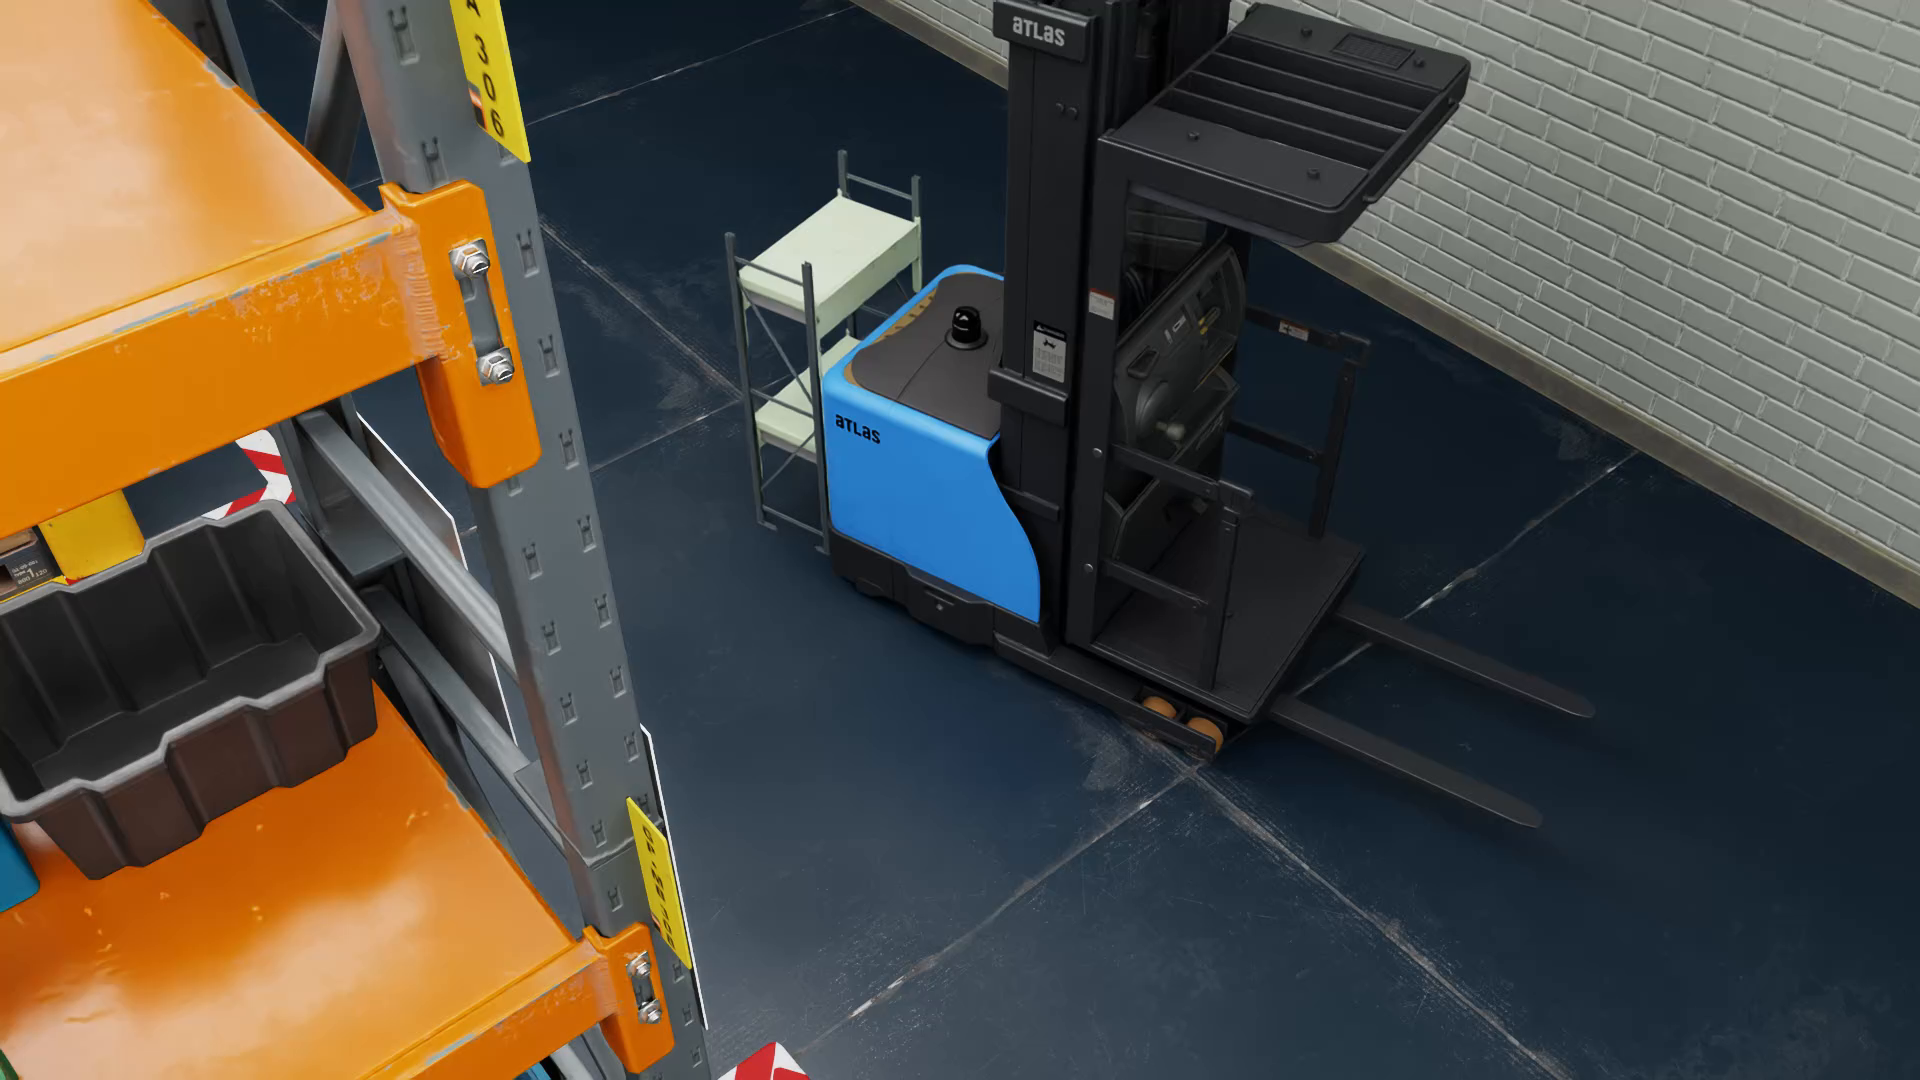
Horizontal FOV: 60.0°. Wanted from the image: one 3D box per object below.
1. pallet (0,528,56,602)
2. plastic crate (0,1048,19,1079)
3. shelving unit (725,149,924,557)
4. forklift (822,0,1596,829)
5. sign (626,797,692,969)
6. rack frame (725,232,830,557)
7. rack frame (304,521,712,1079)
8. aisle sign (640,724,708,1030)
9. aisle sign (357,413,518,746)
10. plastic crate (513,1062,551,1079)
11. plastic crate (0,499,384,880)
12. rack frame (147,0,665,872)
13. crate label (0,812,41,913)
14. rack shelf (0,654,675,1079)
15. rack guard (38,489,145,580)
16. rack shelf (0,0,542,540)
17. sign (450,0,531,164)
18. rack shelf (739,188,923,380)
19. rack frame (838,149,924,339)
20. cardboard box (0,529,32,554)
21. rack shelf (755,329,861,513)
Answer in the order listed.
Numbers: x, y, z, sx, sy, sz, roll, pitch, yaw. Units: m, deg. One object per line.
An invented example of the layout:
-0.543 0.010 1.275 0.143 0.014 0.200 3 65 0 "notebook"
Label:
-4.652 0.082 7.062 1.213 0.211 1.003 -30 51 -28 "pallet"
-1.381 0.851 2.170 0.336 0.188 0.450 -30 51 -28 "plastic crate"
-0.526 -0.764 7.021 0.431 1.500 0.755 24 48 23 "shelving unit"
0.962 -0.640 5.845 3.031 2.935 1.130 24 48 23 "forklift"
-0.443 0.511 2.454 0.005 0.325 0.100 -30 51 -28 "sign"
-0.726 -0.554 6.797 0.400 1.500 0.023 24 48 23 "rack frame"
-0.808 1.284 3.745 0.127 3.000 1.000 -30 51 -28 "rack frame"
-0.565 0.459 2.725 0.004 0.787 0.394 -30 51 -28 "aisle sign"
-0.943 0.149 3.055 0.004 0.787 0.394 -30 51 -28 "aisle sign"
-0.945 1.495 3.451 0.499 0.435 0.616 -30 51 -28 "plastic crate"
-1.282 0.261 2.739 0.590 0.269 0.497 -30 51 -28 "plastic crate"
-0.808 -0.903 1.691 0.127 3.000 1.000 -30 51 -28 "rack frame"
-1.723 0.481 2.518 0.502 0.251 0.408 -30 51 -28 "crate label"
-2.342 1.332 2.029 4.000 0.370 1.077 -30 51 -28 "rack shelf"
-4.041 -0.374 7.337 0.348 0.500 1.175 -30 51 -28 "rack guard"
-2.342 0.384 1.139 4.000 0.370 1.077 -30 51 -28 "rack shelf"
-0.443 -0.503 1.502 0.005 0.325 0.100 -30 51 -28 "sign"
-0.527 -1.049 6.754 0.431 0.370 0.720 24 48 23 "rack shelf"
-0.327 -0.974 7.245 0.400 1.500 0.023 24 48 23 "rack frame"
-4.242 -0.199 6.830 0.500 0.500 0.500 -30 51 -28 "cardboard box"
-0.526 -0.526 7.244 0.431 0.370 0.720 24 48 23 "rack shelf"
